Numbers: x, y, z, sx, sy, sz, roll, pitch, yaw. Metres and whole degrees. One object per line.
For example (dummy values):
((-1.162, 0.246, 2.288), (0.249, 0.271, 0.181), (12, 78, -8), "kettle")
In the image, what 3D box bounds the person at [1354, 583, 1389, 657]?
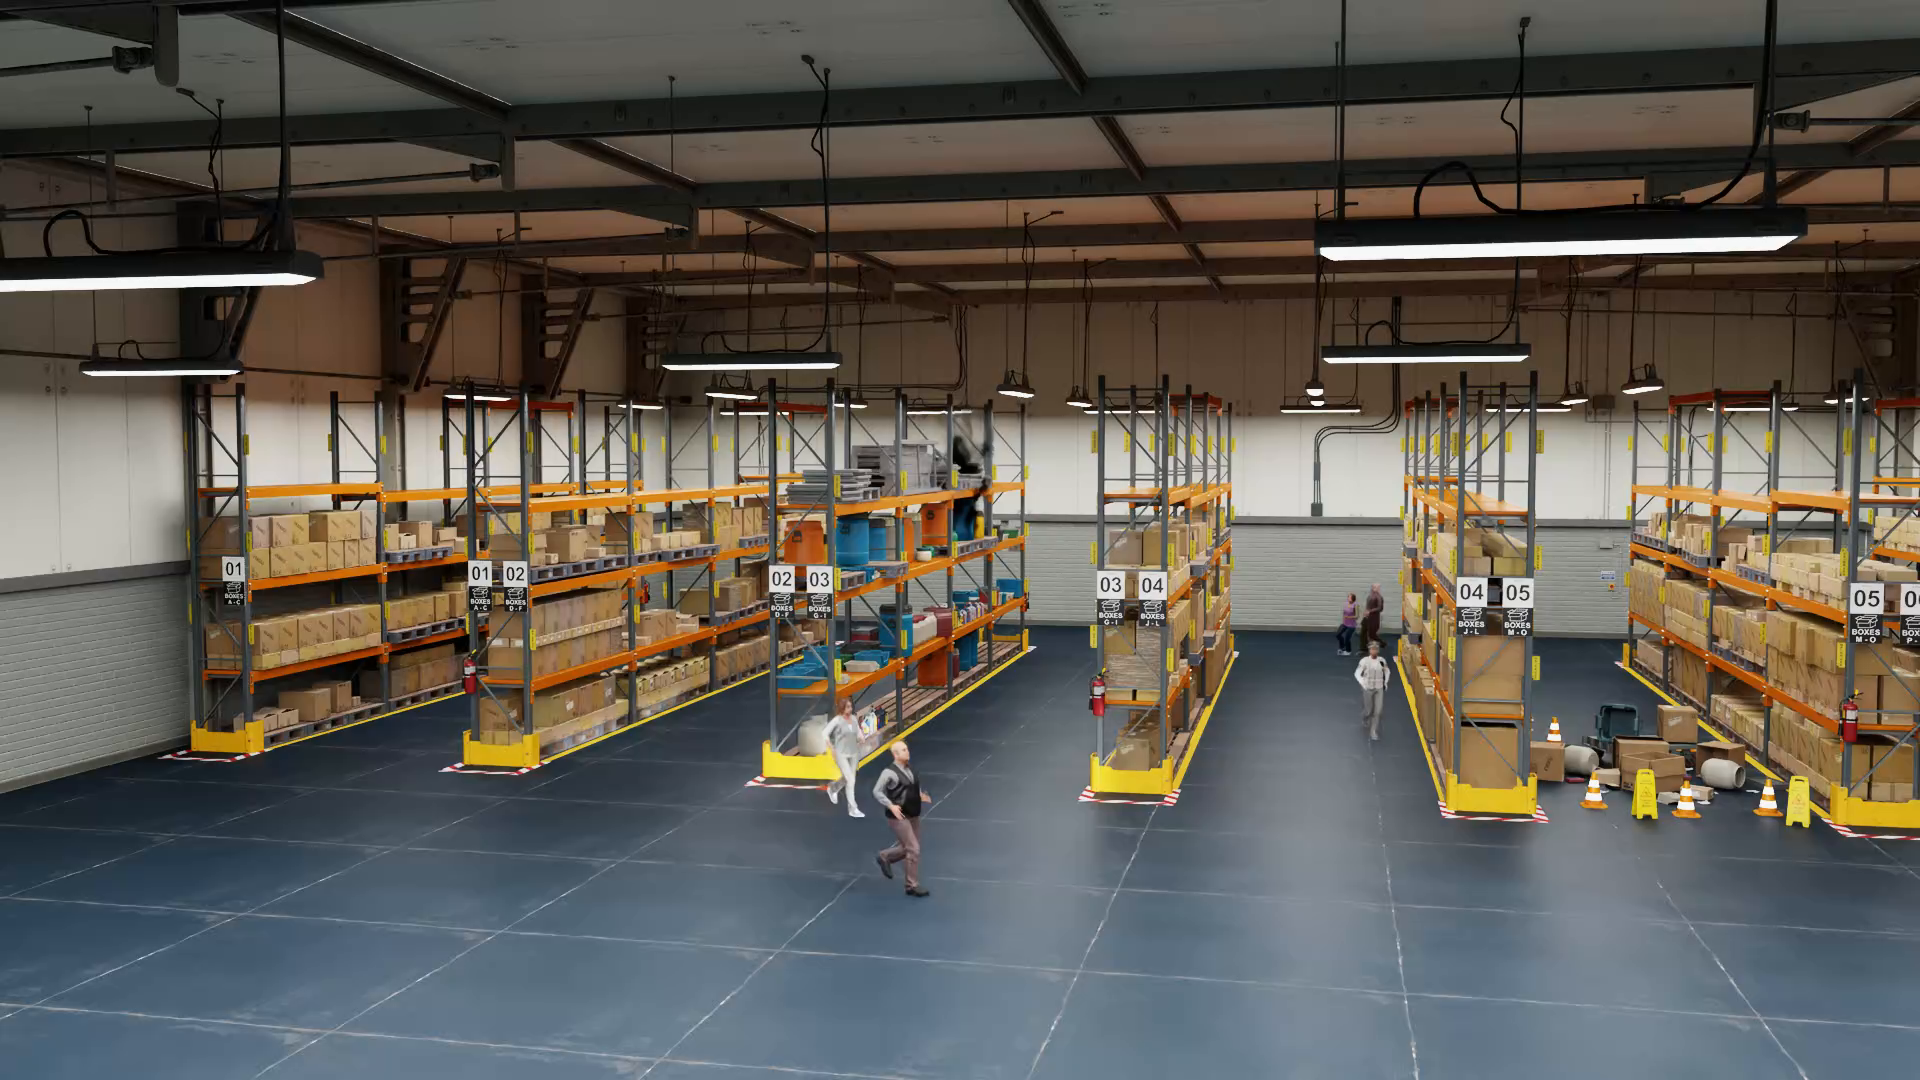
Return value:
((9.810, 1.951, 39.326), (0.892, 1.645, 0.731), (-1, 3, -17), "person")

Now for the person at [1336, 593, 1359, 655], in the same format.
((9.150, 1.989, 39.182), (0.593, 1.506, 0.646), (-3, 4, -38), "person")

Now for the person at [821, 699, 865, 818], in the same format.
((-1.576, 2.916, 22.442), (0.538, 1.576, 0.804), (-3, 4, -43), "person")

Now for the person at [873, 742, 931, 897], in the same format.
((-0.661, 3.096, 18.572), (0.794, 1.689, 0.668), (2, 4, 34), "person")

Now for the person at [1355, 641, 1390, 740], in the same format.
((7.088, 2.553, 28.533), (0.619, 1.676, 0.721), (0, 3, 2), "person")
